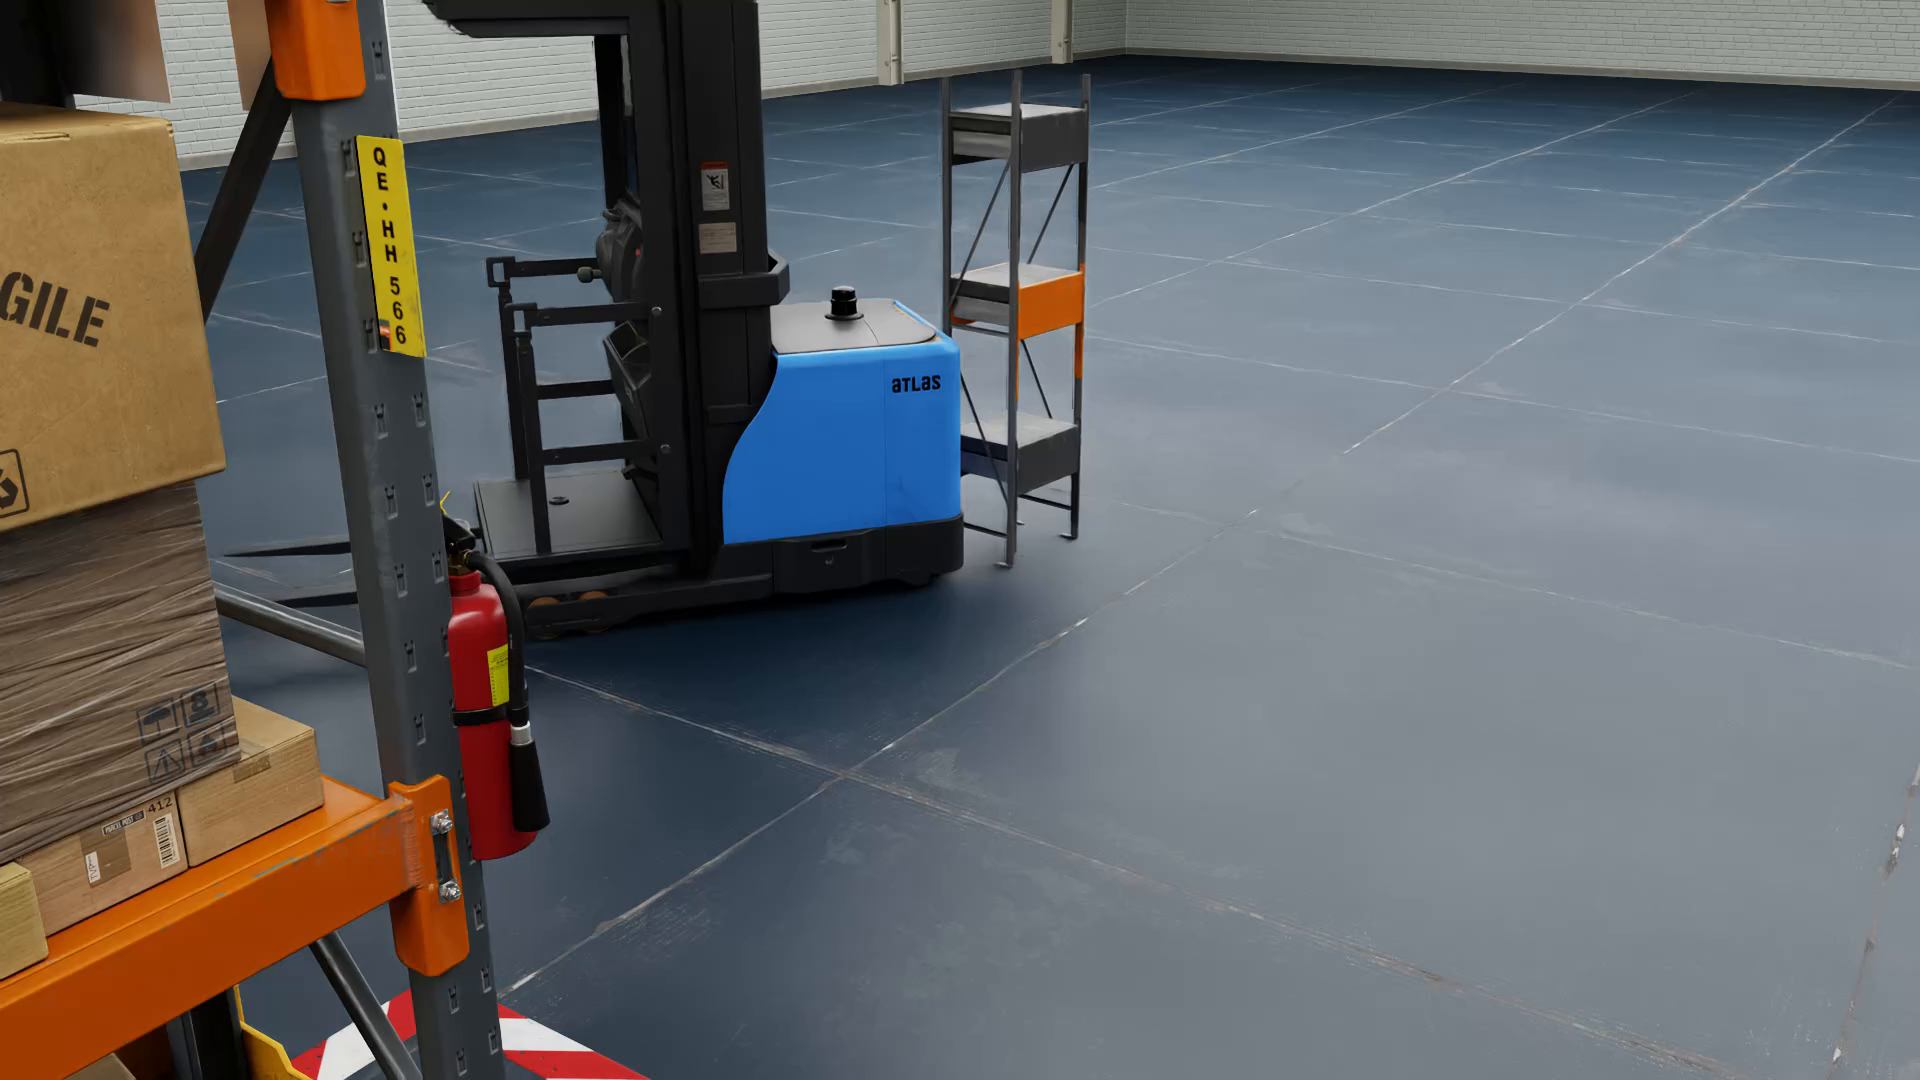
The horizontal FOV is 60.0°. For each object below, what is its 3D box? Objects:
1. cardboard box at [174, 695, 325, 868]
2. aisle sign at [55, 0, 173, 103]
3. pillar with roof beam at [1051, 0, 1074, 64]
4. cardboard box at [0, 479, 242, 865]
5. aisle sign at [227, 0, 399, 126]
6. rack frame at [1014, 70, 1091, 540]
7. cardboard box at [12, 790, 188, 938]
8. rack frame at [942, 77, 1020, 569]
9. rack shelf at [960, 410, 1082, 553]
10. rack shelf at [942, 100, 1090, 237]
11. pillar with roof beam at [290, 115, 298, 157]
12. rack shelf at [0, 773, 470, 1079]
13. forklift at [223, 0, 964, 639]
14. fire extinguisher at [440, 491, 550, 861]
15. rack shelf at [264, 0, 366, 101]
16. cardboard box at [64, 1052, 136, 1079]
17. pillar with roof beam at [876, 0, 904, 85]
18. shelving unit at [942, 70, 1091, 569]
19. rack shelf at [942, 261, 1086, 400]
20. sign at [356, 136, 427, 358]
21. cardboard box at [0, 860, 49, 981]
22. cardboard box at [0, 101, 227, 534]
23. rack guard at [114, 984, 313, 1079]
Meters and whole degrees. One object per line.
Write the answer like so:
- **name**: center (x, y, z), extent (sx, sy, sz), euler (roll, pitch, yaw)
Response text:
- **cardboard box**: center (-1.293, 0.377, 2.783), extent (0.380, 0.149, 0.250), euler (13, 24, 32)
- **aisle sign**: center (-1.517, -1.158, 2.825), extent (0.394, 0.787, 0.004), euler (13, 24, 32)
- **pillar with roof beam**: center (5.681, -13.320, 30.803), extent (9.100, 9.000, 0.400), euler (13, 24, 32)
- **cardboard box**: center (-1.636, 0.104, 2.588), extent (0.875, 0.500, 0.500), euler (13, 24, 32)
- **aisle sign**: center (-1.021, -1.041, 2.508), extent (0.394, 0.787, 0.004), euler (13, 24, 32)
- **rack frame**: center (0.395, -1.031, 7.525), extent (0.400, 2.100, 0.015), euler (16, 26, 37)
- **cardboard box**: center (-1.434, 0.449, 2.590), extent (0.380, 0.149, 0.250), euler (13, 24, 32)
- **rack frame**: center (0.085, -0.900, 7.171), extent (0.400, 2.100, 0.015), euler (16, 26, 37)
- **rack shelf**: center (0.240, -0.296, 7.595), extent (0.431, 0.518, 0.480), euler (16, 26, 37)
- **rack shelf**: center (0.240, -1.609, 7.110), extent (0.431, 0.518, 0.480), euler (16, 26, 37)
- **pillar with roof beam**: center (-4.438, -8.155, 16.841), extent (9.100, 9.000, 0.400), euler (13, 24, 32)
- **rack shelf**: center (-2.428, 1.049, 1.643), extent (1.077, 0.370, 4.000), euler (13, 24, 32)
- **forklift**: center (-1.559, -1.181, 6.734), extent (3.031, 2.935, 1.130), euler (-7, 21, -18)
- **fire extinguisher**: center (-0.858, 0.231, 2.929), extent (0.296, 0.674, 0.183), euler (13, 24, 32)
- **rack shelf**: center (-2.428, -0.358, 1.123), extent (1.077, 0.370, 4.000), euler (13, 24, 32)
- **cardboard box**: center (-1.669, 1.289, 2.955), extent (0.500, 0.500, 0.500), euler (19, 28, 42)
- **pillar with roof beam**: center (2.308, -11.598, 26.149), extent (9.100, 9.000, 0.400), euler (13, 24, 32)
- **shelving unit**: center (0.240, -0.965, 7.348), extent (0.431, 2.100, 0.503), euler (16, 26, 37)
- **rack shelf**: center (0.240, -0.952, 7.353), extent (0.431, 0.518, 0.480), euler (16, 26, 37)
- **sign**: center (-0.856, -0.440, 2.506), extent (0.100, 0.325, 0.005), euler (13, 24, 32)
- **cardboard box**: center (-1.532, 0.531, 2.369), extent (0.380, 0.149, 0.250), euler (13, 24, 32)
- **cardboard box**: center (-1.409, -0.312, 2.270), extent (0.500, 0.500, 0.500), euler (13, 24, 32)
- **rack guard**: center (-1.347, 1.332, 3.444), extent (1.175, 0.500, 0.348), euler (13, 24, 32)
